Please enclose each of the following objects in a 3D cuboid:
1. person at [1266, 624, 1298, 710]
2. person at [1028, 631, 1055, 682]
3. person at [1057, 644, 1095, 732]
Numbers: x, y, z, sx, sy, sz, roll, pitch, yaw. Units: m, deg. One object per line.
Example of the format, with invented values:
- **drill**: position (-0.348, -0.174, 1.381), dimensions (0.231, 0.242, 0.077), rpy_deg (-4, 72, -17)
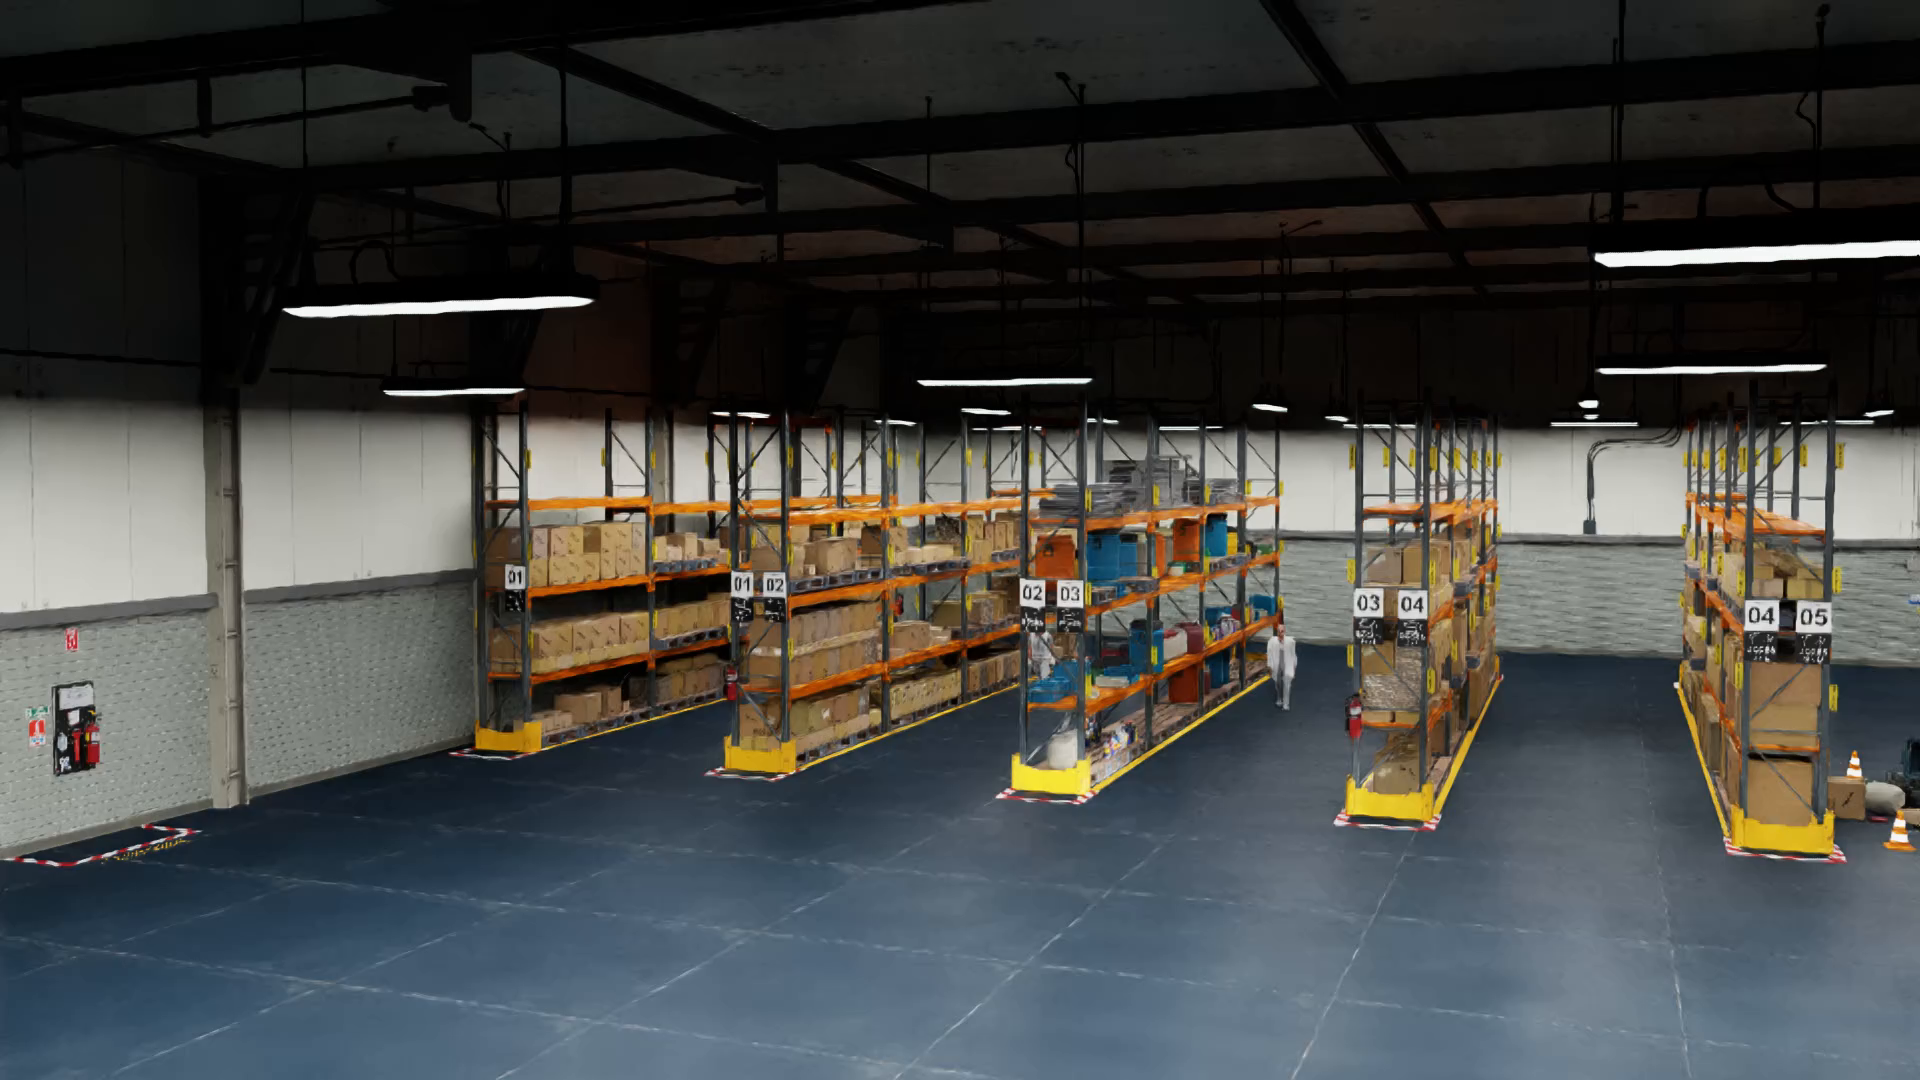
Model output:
- **person**: position (6.413, 2.568, 33.197), dimensions (0.601, 1.585, 1.187), rpy_deg (1, 3, 19)
- **person**: position (1.645, 2.456, 34.350), dimensions (0.557, 1.705, 1.111), rpy_deg (1, 3, 19)
- **person**: position (2.170, 2.698, 30.362), dimensions (0.483, 1.614, 0.998), rpy_deg (2, 3, 31)
